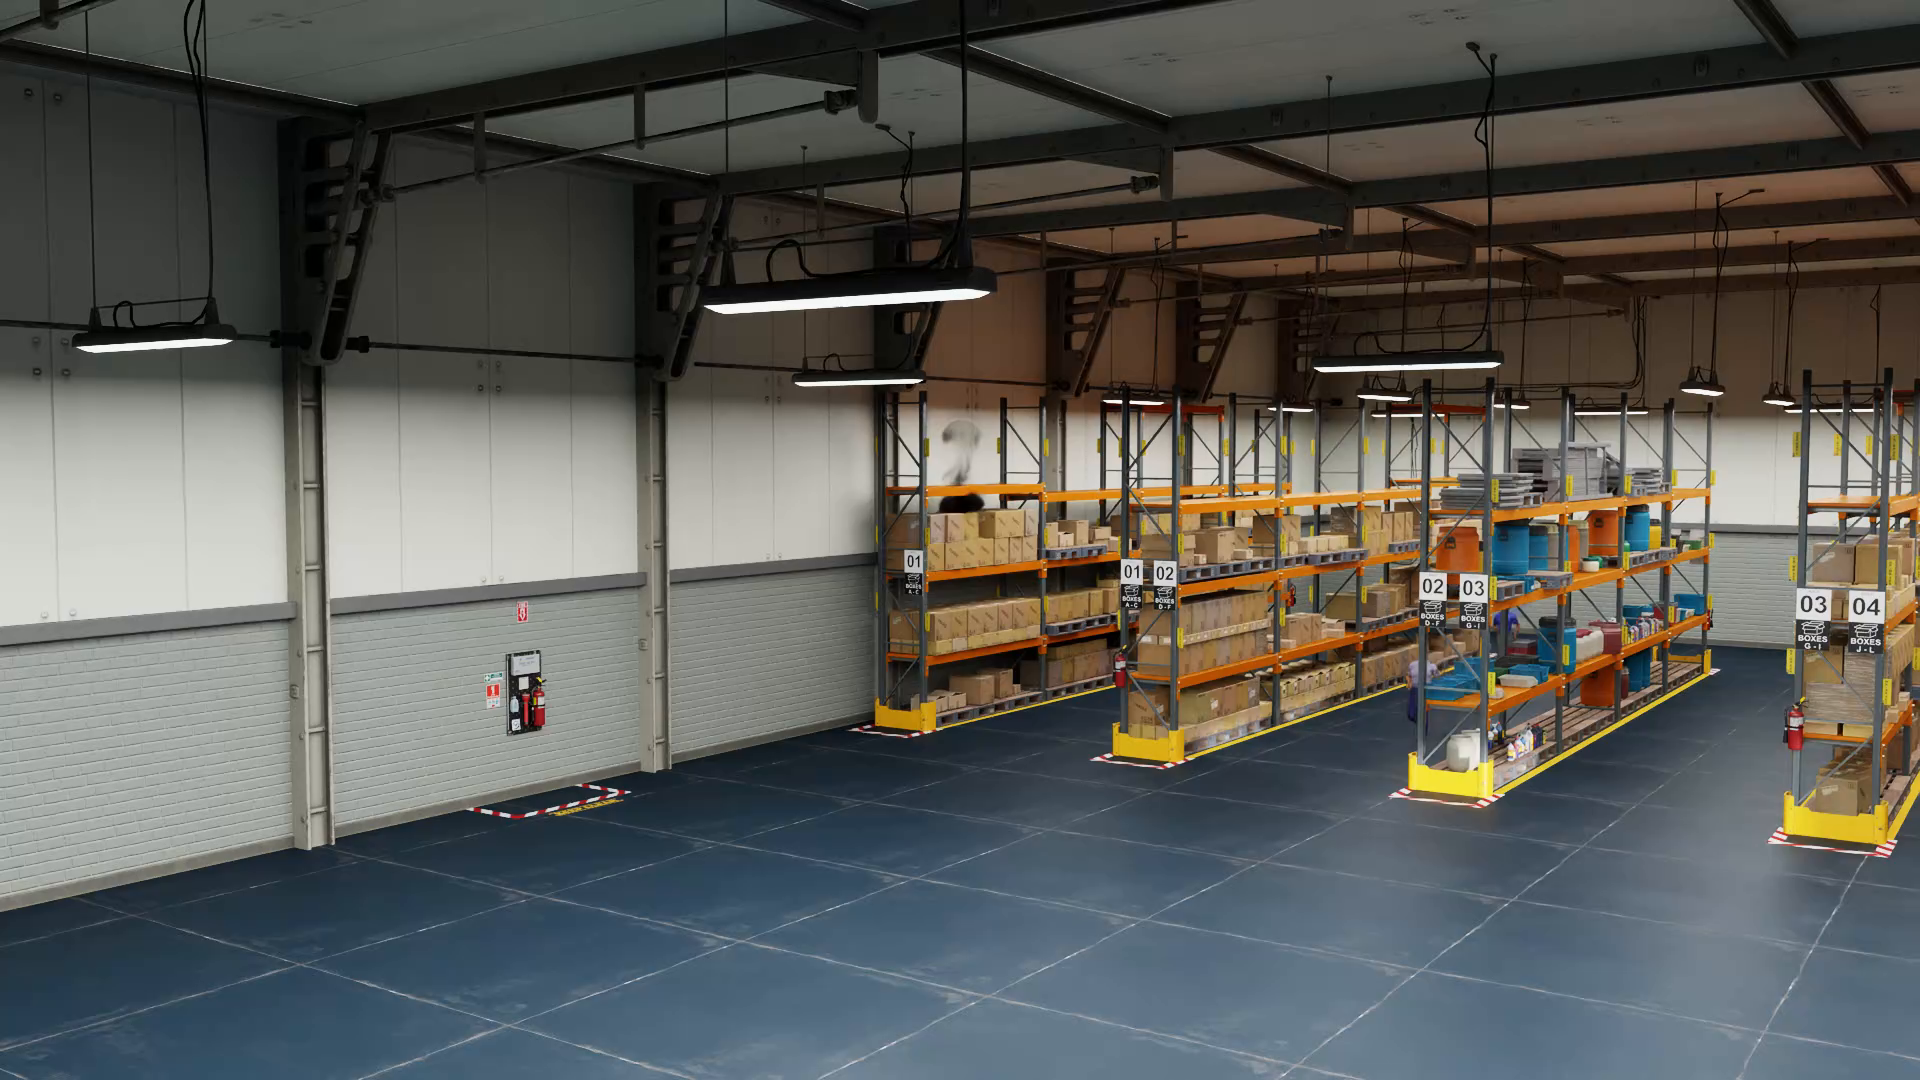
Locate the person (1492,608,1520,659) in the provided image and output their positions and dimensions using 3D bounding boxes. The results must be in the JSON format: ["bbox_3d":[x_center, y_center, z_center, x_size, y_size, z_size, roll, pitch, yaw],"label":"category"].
[{"bbox_3d":[12.012,2.165,36.695,0.570,1.617,0.529,2,4,31],"label":"person"}]

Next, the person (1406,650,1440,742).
[{"bbox_3d":[7.891,2.633,28.354,0.595,1.594,0.560,2,4,30],"label":"person"}]
